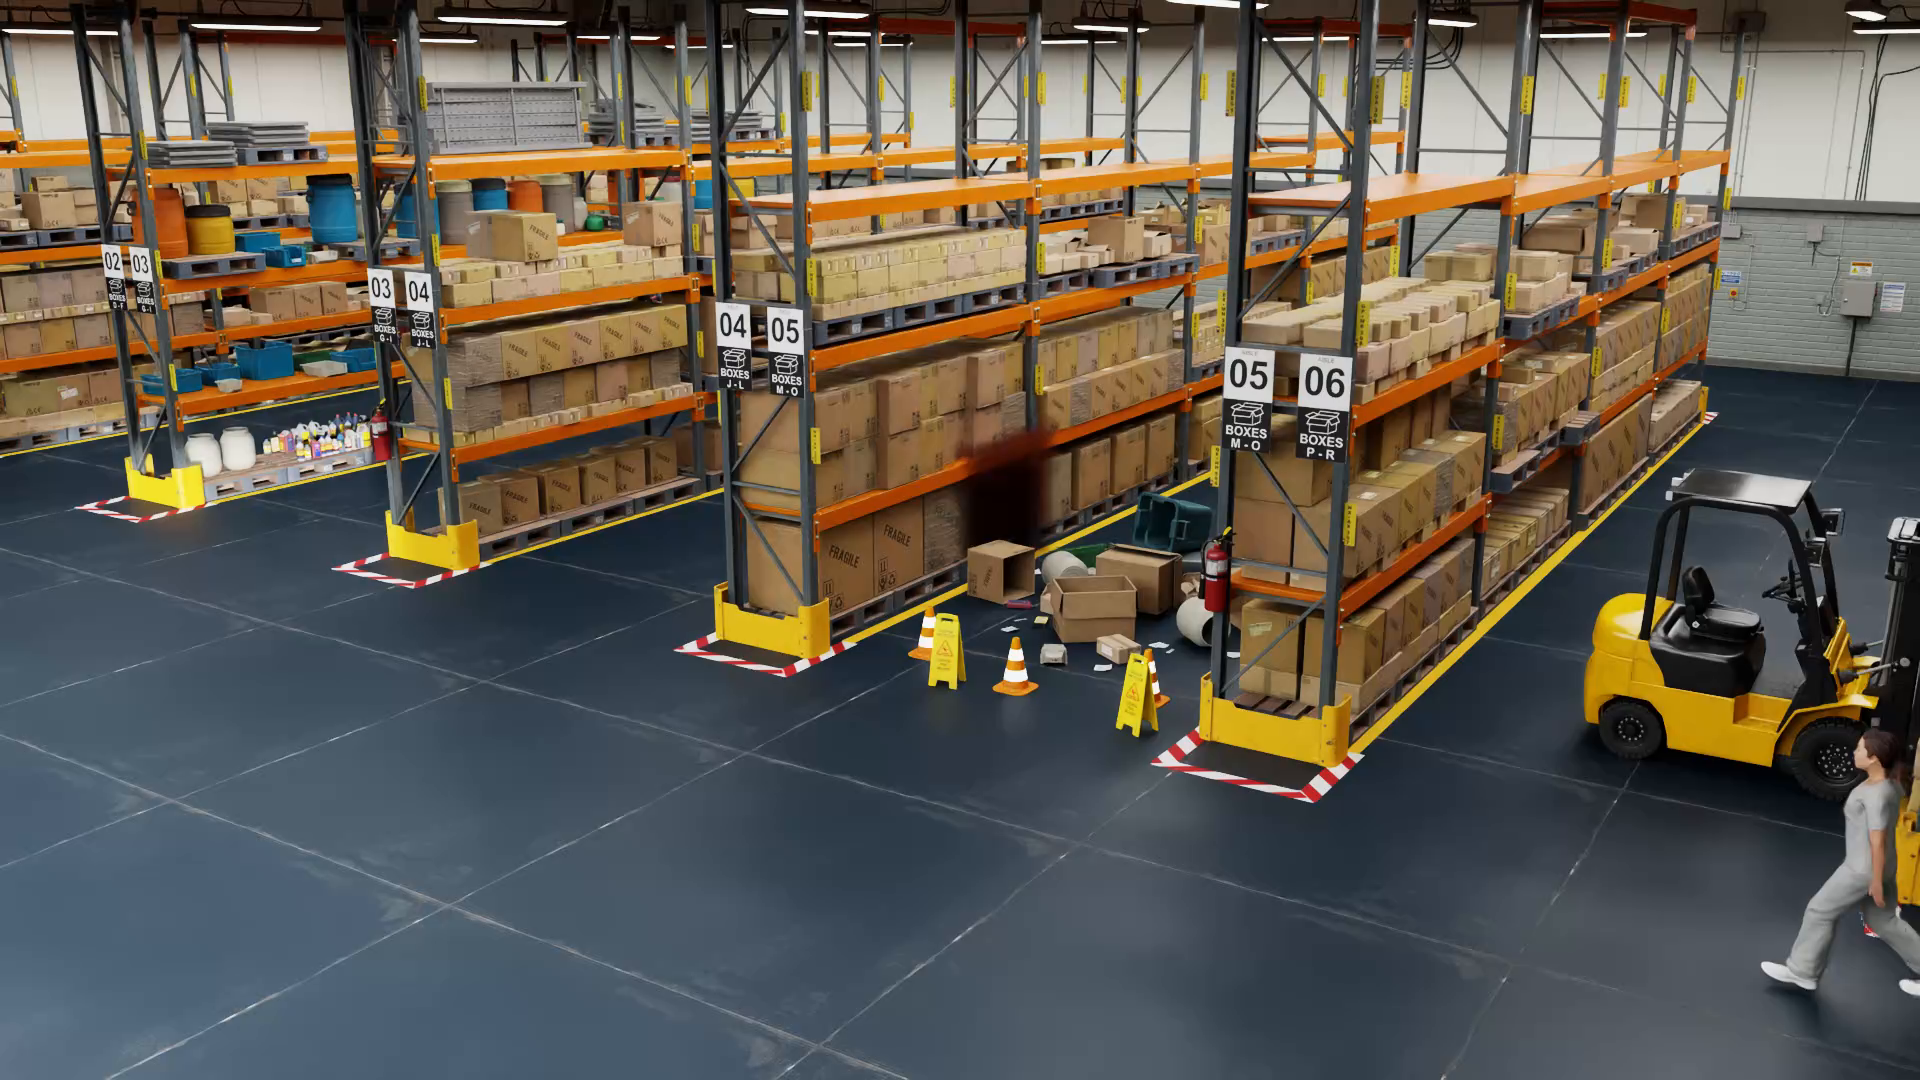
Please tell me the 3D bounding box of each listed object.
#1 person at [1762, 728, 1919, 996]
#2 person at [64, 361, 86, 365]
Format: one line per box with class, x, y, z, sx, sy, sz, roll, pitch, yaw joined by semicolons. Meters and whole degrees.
person;5.208;1.864;9.451;1.002;1.629;0.446;10;18;32
person;-14.433;-2.960;26.926;0.470;1.552;1.012;9;18;30
